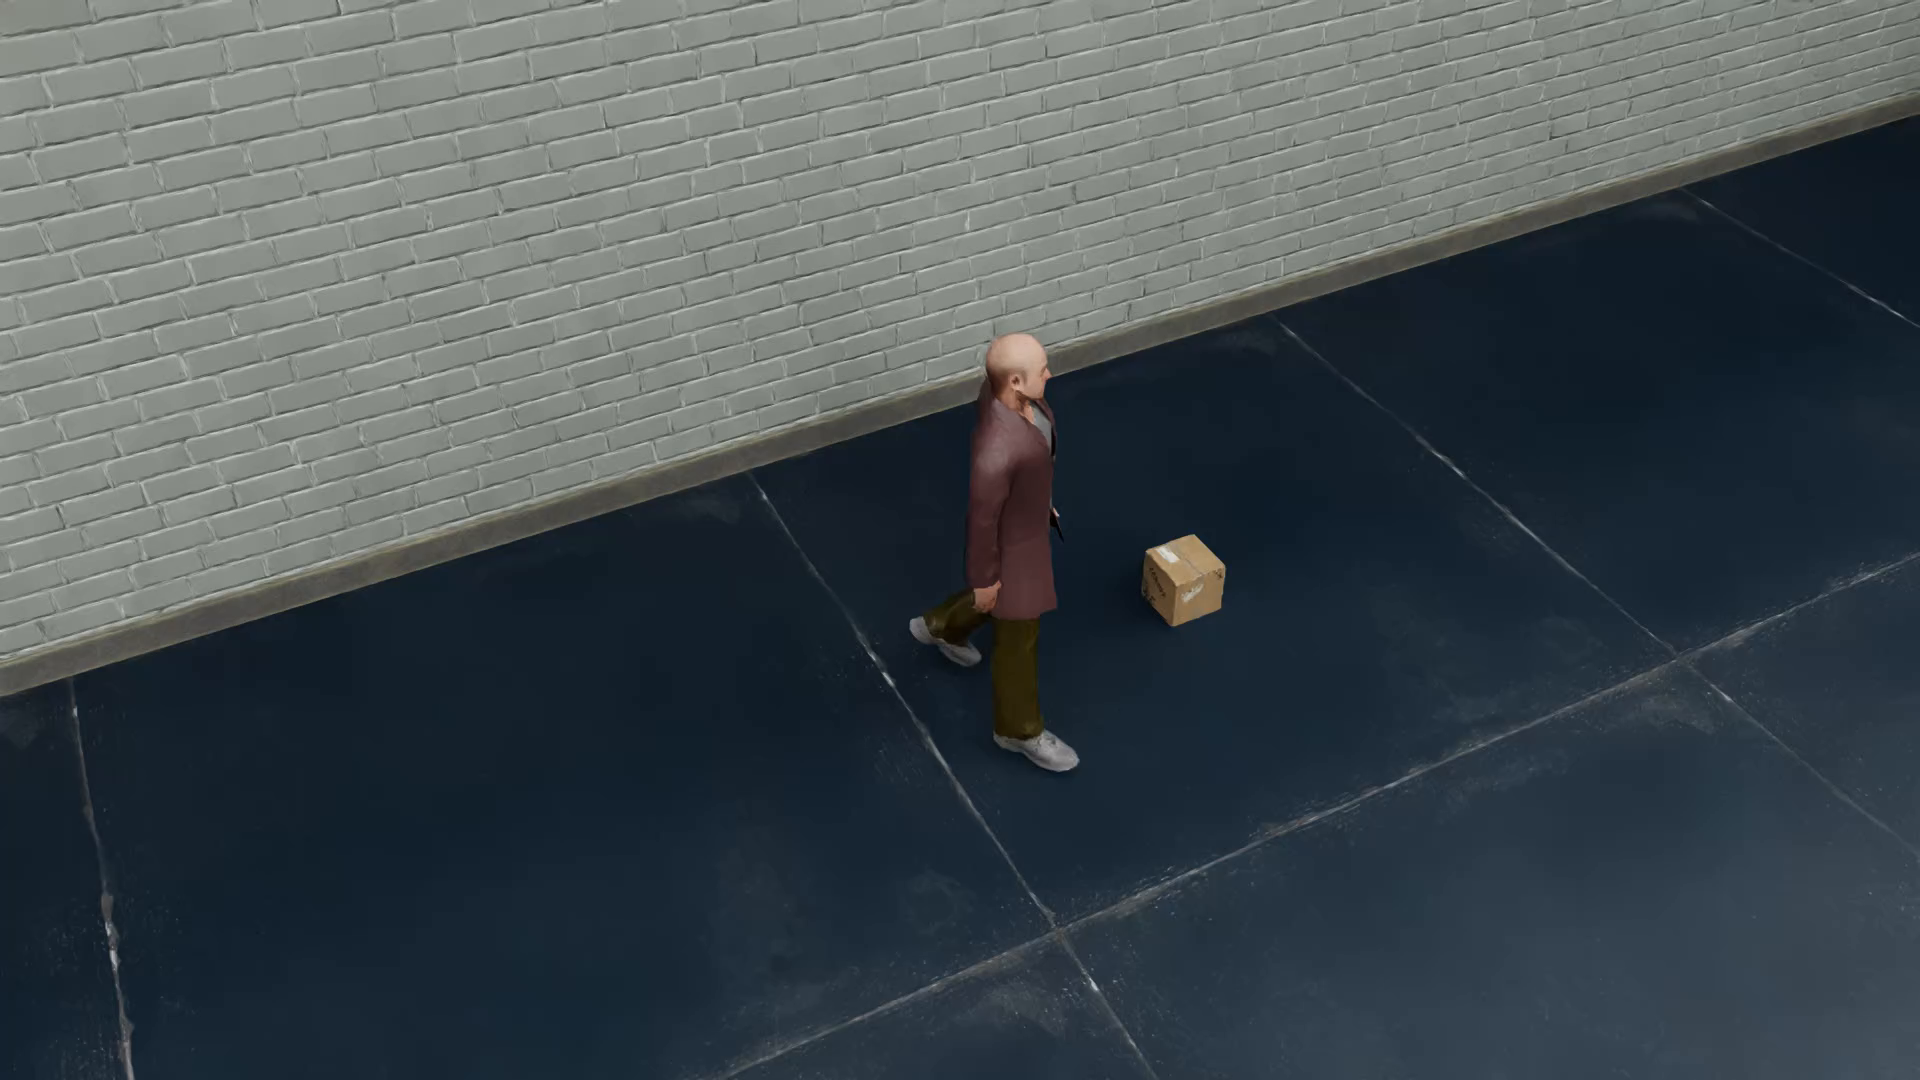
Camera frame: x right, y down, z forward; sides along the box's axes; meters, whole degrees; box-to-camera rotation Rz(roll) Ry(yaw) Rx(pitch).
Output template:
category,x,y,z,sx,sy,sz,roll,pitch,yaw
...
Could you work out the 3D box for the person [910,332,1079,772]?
category,x,y,z,sx,sy,sz,roll,pitch,yaw
person,0.138,-0.004,6.148,0.703,1.771,0.698,3,41,4
